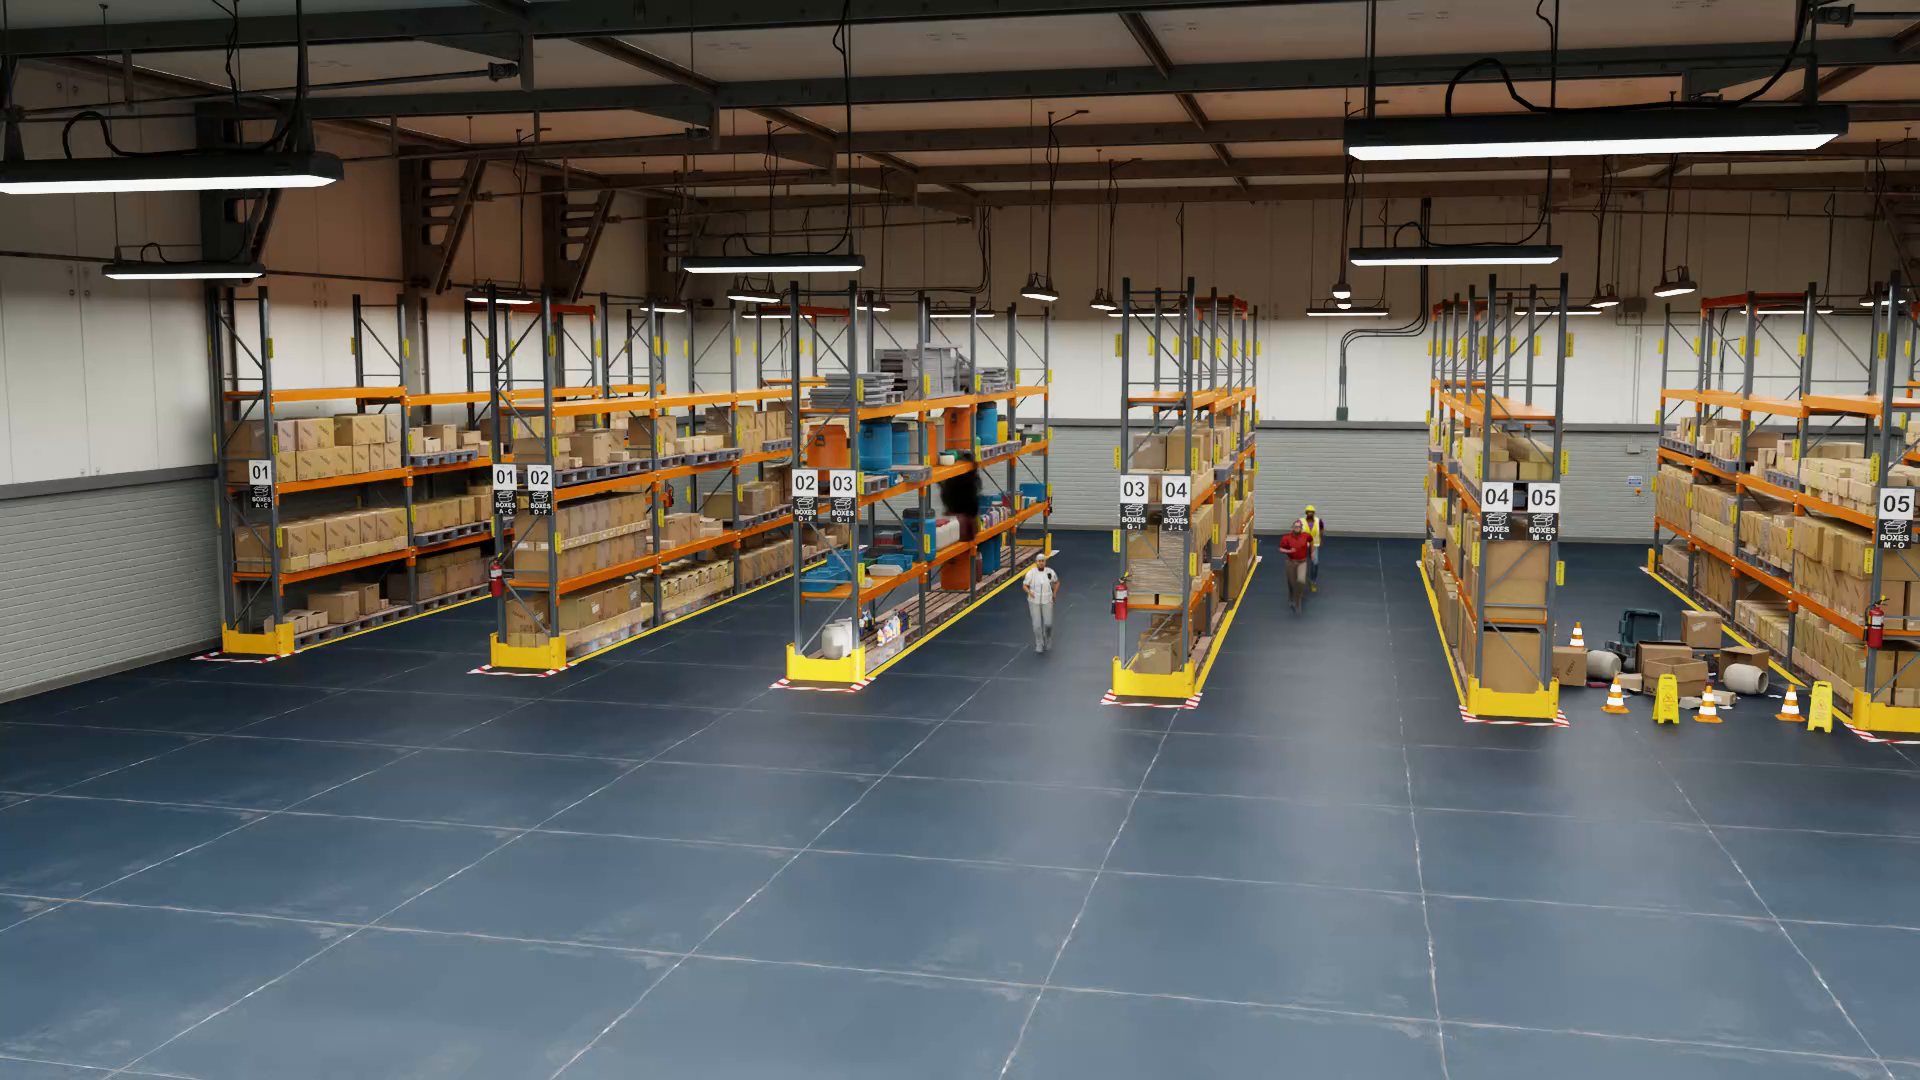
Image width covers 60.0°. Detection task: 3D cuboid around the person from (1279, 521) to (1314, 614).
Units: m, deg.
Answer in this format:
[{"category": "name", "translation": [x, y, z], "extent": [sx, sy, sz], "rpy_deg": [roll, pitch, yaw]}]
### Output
[{"category": "person", "translation": [6.435, 0.513, 31.834], "extent": [0.687, 1.782, 0.879], "rpy_deg": [1, 7, 7]}]

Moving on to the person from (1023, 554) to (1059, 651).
[{"category": "person", "translation": [1.334, 1.039, 27.451], "extent": [0.604, 1.629, 0.581], "rpy_deg": [0, 7, 3]}]

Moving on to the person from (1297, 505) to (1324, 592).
[{"category": "person", "translation": [7.245, 0.172, 34.537], "extent": [0.633, 1.811, 0.820], "rpy_deg": [1, 7, 8]}]
